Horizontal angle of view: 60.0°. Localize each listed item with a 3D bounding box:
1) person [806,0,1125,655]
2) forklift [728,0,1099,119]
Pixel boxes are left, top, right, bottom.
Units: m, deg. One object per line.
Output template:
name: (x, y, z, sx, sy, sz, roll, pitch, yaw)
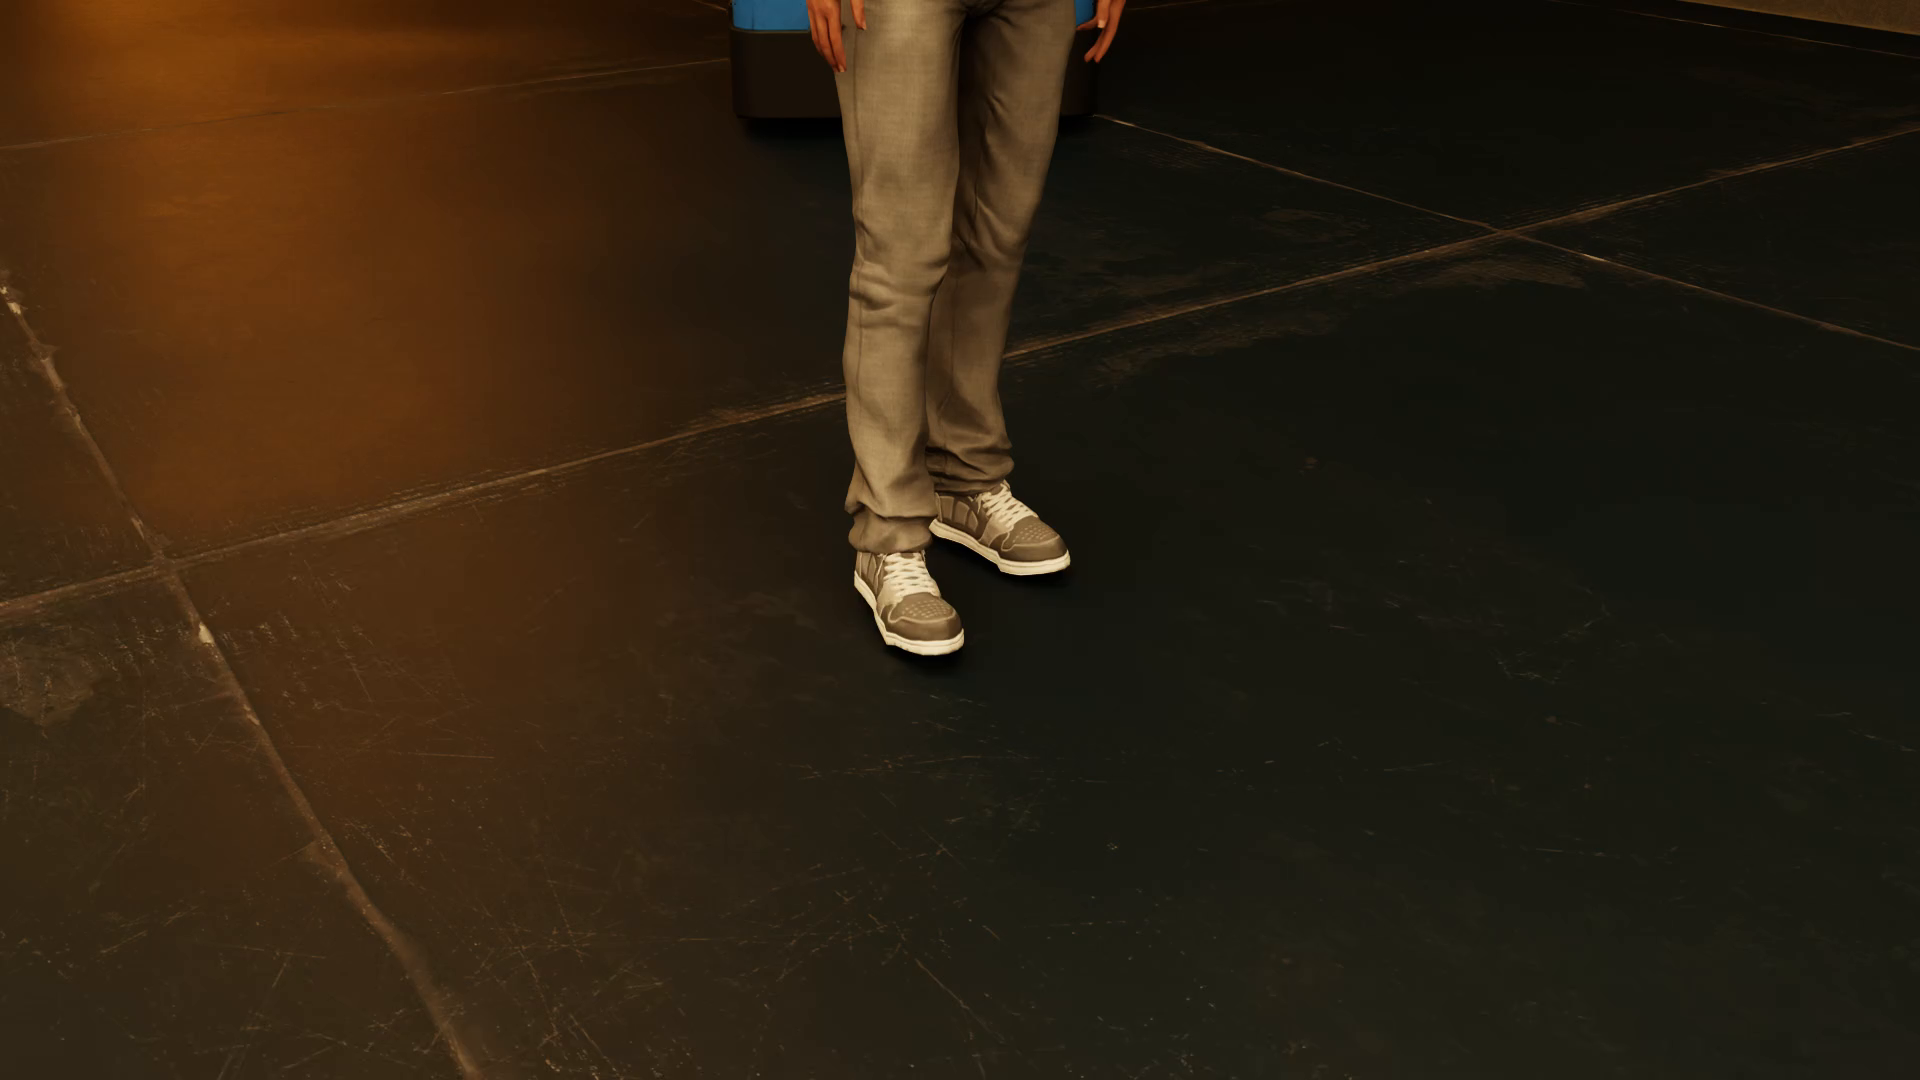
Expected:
person: (0.031, -0.686, 2.078, 0.520, 1.592, 0.473, -17, 31, -31)
forklift: (-0.176, -3.128, 5.467, 1.130, 2.935, 3.031, -1, 27, -2)
